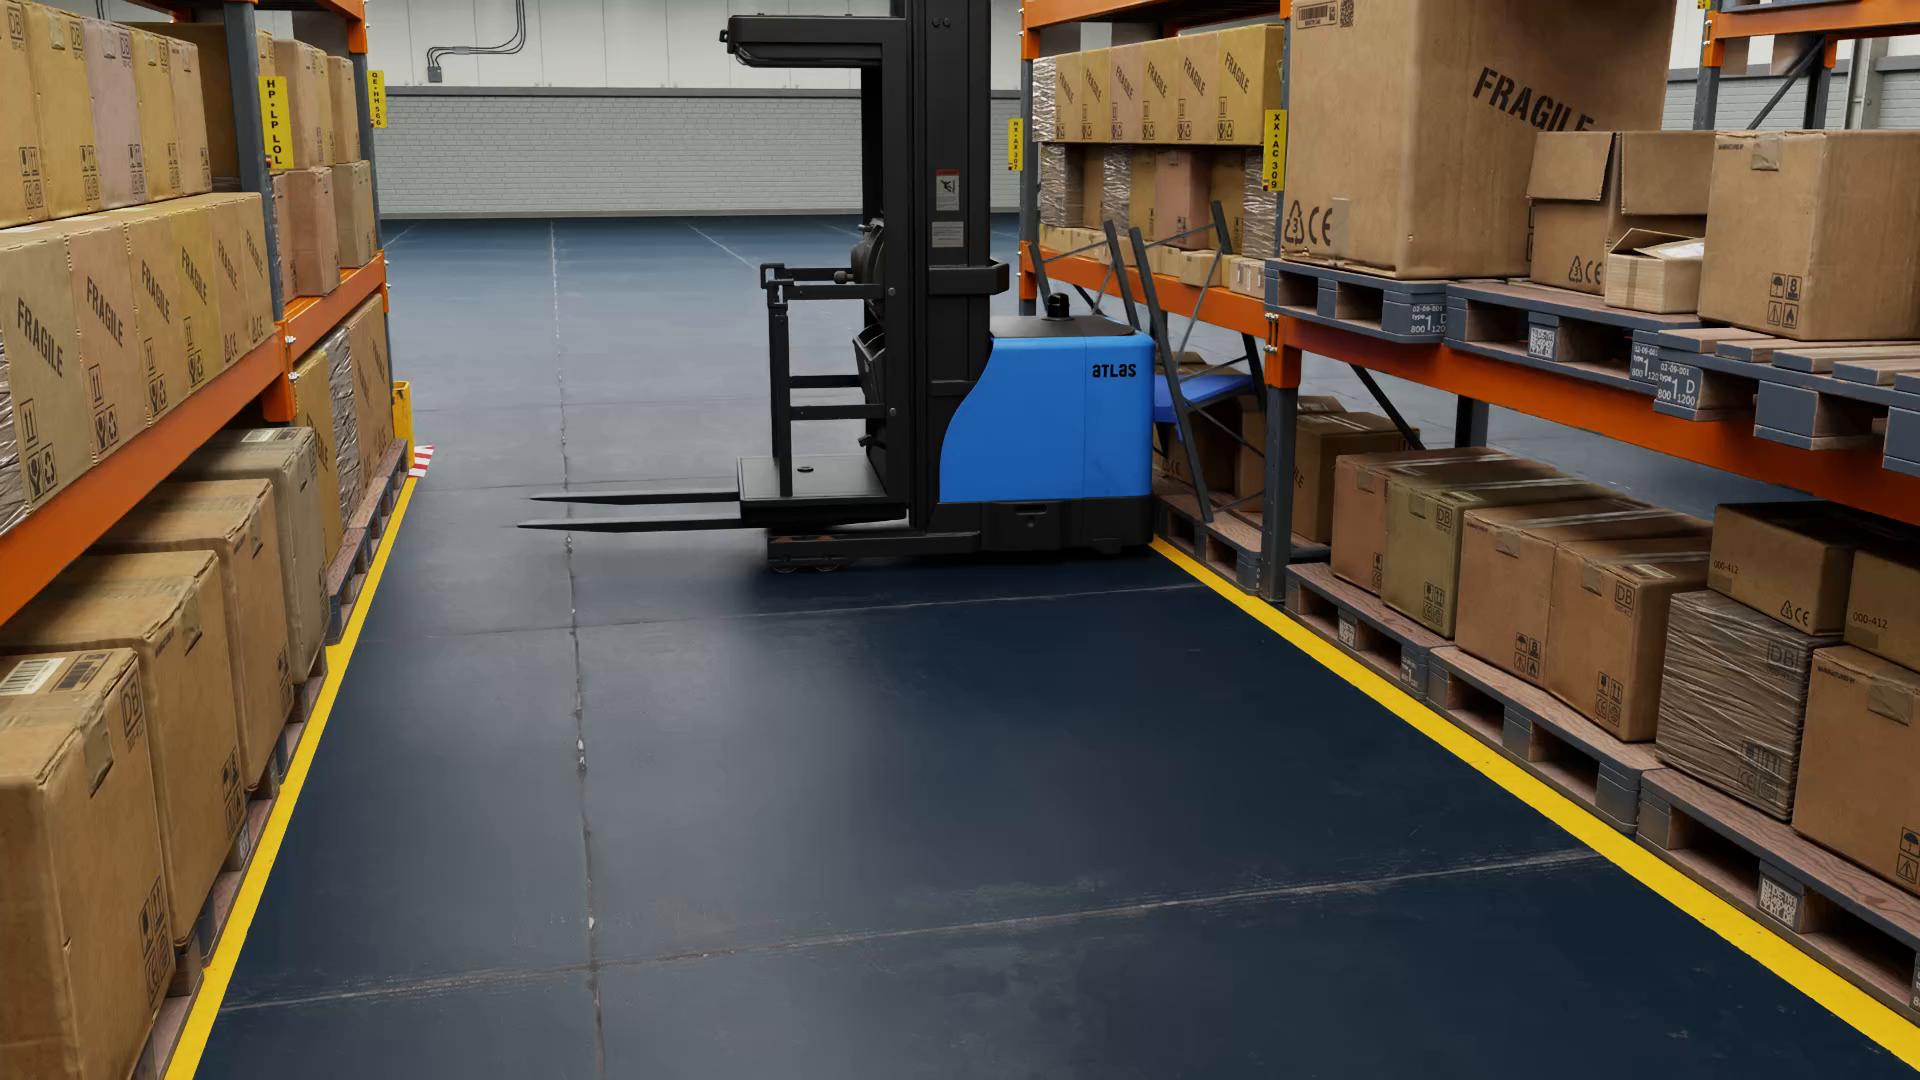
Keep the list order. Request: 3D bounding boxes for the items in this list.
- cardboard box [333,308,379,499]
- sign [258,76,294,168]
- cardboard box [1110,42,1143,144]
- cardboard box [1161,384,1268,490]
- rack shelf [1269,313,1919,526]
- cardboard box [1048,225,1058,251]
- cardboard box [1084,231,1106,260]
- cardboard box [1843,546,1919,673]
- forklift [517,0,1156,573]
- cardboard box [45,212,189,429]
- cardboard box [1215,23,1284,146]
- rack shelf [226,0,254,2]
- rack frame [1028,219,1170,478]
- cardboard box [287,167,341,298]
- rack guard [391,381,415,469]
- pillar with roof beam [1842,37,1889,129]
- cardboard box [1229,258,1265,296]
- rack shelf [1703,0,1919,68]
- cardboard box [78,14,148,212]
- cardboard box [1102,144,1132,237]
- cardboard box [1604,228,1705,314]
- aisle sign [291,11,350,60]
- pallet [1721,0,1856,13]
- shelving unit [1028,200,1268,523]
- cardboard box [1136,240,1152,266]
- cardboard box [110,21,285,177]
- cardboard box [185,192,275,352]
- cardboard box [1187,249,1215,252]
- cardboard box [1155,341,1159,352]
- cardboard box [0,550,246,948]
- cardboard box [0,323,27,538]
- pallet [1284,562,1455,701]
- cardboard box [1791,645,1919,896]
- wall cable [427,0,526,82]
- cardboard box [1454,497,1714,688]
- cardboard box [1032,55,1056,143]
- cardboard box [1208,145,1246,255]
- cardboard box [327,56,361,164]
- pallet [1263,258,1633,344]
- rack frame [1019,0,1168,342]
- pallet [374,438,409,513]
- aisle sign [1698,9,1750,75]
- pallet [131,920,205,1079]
[{"bbox_3d":[-3.527,-0.703,8.575,0.875,0.875,0.875,-4,14,-14],"label":"cardboard box"},{"bbox_3d":[-2.494,-1.520,6.056,0.100,0.325,0.005,-3,14,-13],"label":"sign"},{"bbox_3d":[1.103,-2.330,8.701,0.500,0.500,0.500,-3,14,-13],"label":"cardboard box"},{"bbox_3d":[1.407,-0.572,8.828,0.500,0.500,0.500,-5,14,-18],"label":"cardboard box"},{"bbox_3d":[2.295,-0.406,5.284,1.077,0.370,4.000,-3,14,-13],"label":"rack shelf"},{"bbox_3d":[0.762,-1.880,10.330,0.380,0.149,0.250,-3,14,-13],"label":"cardboard box"},{"bbox_3d":[0.936,-1.707,9.622,0.380,0.149,0.250,-3,14,-13],"label":"cardboard box"},{"bbox_3d":[2.579,0.189,4.092,0.500,0.250,0.500,-3,14,-11],"label":"cardboard box"},{"bbox_3d":[-0.618,-1.402,7.991,3.031,2.935,1.130,-2,14,-8],"label":"forklift"},{"bbox_3d":[-2.278,-0.557,4.174,0.500,0.500,0.500,-3,14,-14],"label":"cardboard box"},{"bbox_3d":[1.453,-1.984,7.284,0.500,0.500,0.500,-3,14,-13],"label":"cardboard box"},{"bbox_3d":[-2.550,-1.610,3.892,1.077,0.370,4.000,-3,14,-13],"label":"rack shelf"},{"bbox_3d":[0.776,-0.888,8.753,0.500,1.500,0.032,-21,13,-21],"label":"rack frame"},{"bbox_3d":[-3.281,-1.378,7.430,0.875,0.550,0.550,-3,14,-13],"label":"cardboard box"},{"bbox_3d":[-3.964,-0.678,10.148,1.175,0.500,0.348,-3,14,-13],"label":"rack guard"},{"bbox_3d":[9.333,-8.297,23.428,9.100,9.000,0.400,-3,14,-13],"label":"pillar with roof beam"},{"bbox_3d":[1.440,-1.186,7.491,0.380,0.149,0.250,-3,14,-13],"label":"cardboard box"},{"bbox_3d":[6.170,-3.062,9.835,1.077,0.370,4.000,-3,14,-13],"label":"rack shelf"},{"bbox_3d":[-2.656,-1.149,4.491,0.700,0.500,0.500,-3,14,-13],"label":"cardboard box"},{"bbox_3d":[1.298,-1.978,9.365,0.875,0.500,0.500,-3,14,-13],"label":"cardboard box"},{"bbox_3d":[2.111,-0.802,4.789,0.396,0.266,0.258,-4,14,-15],"label":"cardboard box"},{"bbox_3d":[-3.684,-3.182,9.655,0.394,0.787,0.004,-3,14,-13],"label":"aisle sign"},{"bbox_3d":[5.800,-3.585,10.857,1.003,0.211,1.213,-3,14,-13],"label":"pallet"},{"bbox_3d":[0.985,-0.844,8.292,0.538,1.500,1.048,-21,13,-21],"label":"shelving unit"},{"bbox_3d":[1.167,-1.537,8.926,0.380,0.149,0.250,-3,14,-13],"label":"cardboard box"},{"bbox_3d":[-3.073,-1.648,6.261,0.875,0.550,0.550,-3,14,-13],"label":"cardboard box"},{"bbox_3d":[-2.637,-0.907,5.608,0.500,0.500,0.500,-3,14,-14],"label":"cardboard box"},{"bbox_3d":[1.342,-1.364,8.218,0.380,0.149,0.250,-3,14,-13],"label":"cardboard box"},{"bbox_3d":[1.017,-0.984,10.518,0.500,0.500,0.500,-1,14,-3],"label":"cardboard box"},{"bbox_3d":[-2.344,0.501,3.912,1.050,0.750,0.750,-3,14,-12],"label":"cardboard box"},{"bbox_3d":[-1.923,-0.208,2.748,0.500,0.500,0.500,-3,14,-13],"label":"cardboard box"},{"bbox_3d":[2.010,0.317,6.683,1.003,0.211,1.213,-3,14,-13],"label":"pallet"},{"bbox_3d":[2.588,0.553,4.183,0.700,0.500,0.500,-4,14,-16],"label":"cardboard box"},{"bbox_3d":[-11.504,-13.865,39.051,2.305,6.003,0.169,-3,14,-13],"label":"wall cable"},{"bbox_3d":[2.174,0.167,5.764,0.700,0.500,0.500,-5,14,-18],"label":"cardboard box"},{"bbox_3d":[0.751,-2.676,10.117,0.500,0.500,0.500,-3,14,-13],"label":"cardboard box"},{"bbox_3d":[1.697,-1.634,7.959,0.875,0.500,0.500,-3,14,-13],"label":"cardboard box"},{"bbox_3d":[-3.690,-2.274,8.825,0.875,0.550,0.550,-3,14,-13],"label":"cardboard box"},{"bbox_3d":[1.864,-0.939,6.355,1.003,0.211,1.213,-3,14,-13],"label":"pallet"},{"bbox_3d":[0.886,-2.140,10.864,1.000,3.000,0.127,-3,14,-13],"label":"rack frame"},{"bbox_3d":[-3.695,-0.352,9.422,1.003,0.211,1.213,-3,14,-13],"label":"pallet"},{"bbox_3d":[5.399,-3.679,11.687,0.394,0.787,0.004,-3,14,-13],"label":"aisle sign"},{"bbox_3d":[-2.192,1.128,3.367,1.003,0.211,1.213,-3,14,-13],"label":"pallet"}]
